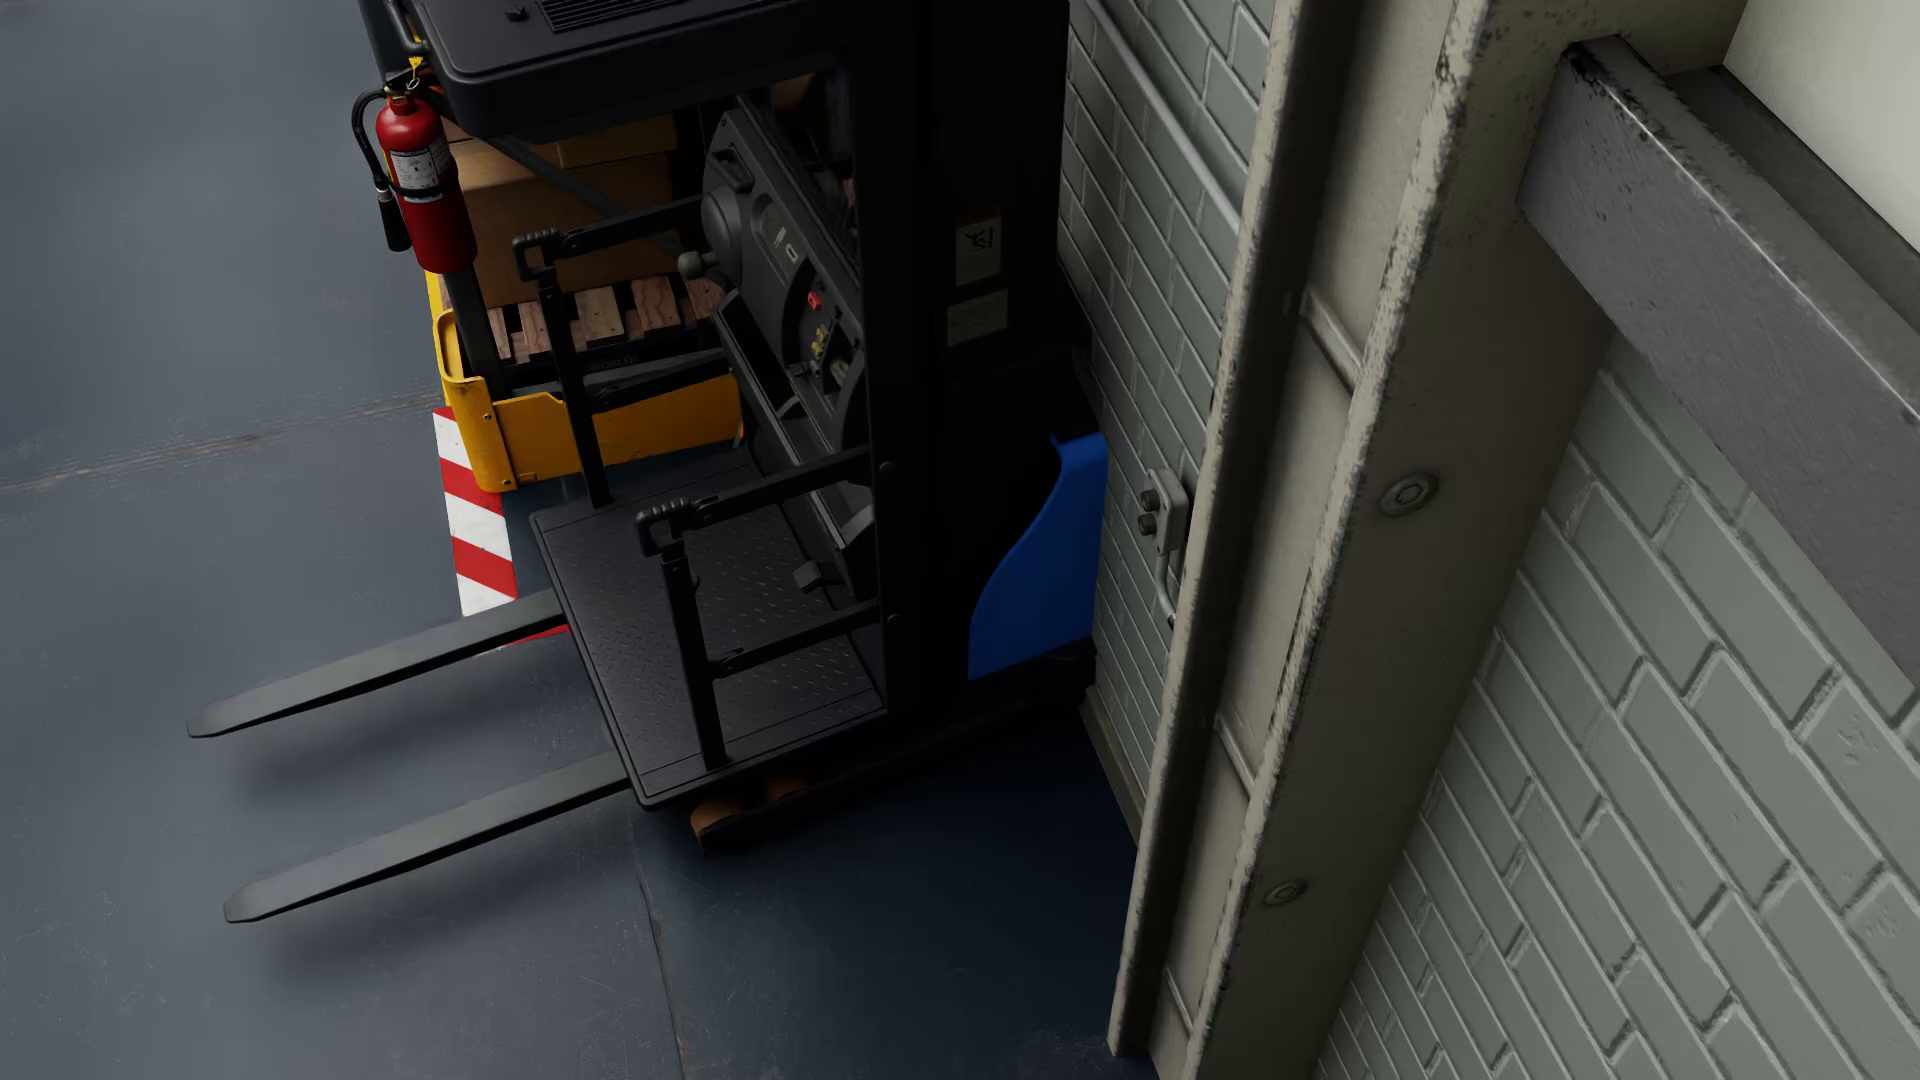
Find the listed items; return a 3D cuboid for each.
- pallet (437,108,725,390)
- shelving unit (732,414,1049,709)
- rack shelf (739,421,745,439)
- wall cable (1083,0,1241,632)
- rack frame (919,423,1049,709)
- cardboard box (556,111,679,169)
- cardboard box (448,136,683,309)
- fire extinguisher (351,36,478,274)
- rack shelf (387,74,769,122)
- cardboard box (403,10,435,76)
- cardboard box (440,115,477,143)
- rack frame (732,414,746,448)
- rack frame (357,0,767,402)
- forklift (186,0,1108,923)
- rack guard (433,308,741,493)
[{"bbox_3d":[-1.362,-1.048,5.995,1.003,0.211,1.213,-13,51,-11],"label":"pallet"},{"bbox_3d":[-0.095,-0.309,4.734,0.538,1.125,1.048,-14,52,-35],"label":"shelving unit"},{"bbox_3d":[-0.165,-0.135,4.891,0.538,0.278,1.000,-14,52,-35],"label":"rack shelf"},{"bbox_3d":[0.231,-0.986,3.455,0.084,1.984,1.851,-13,51,-11],"label":"wall cable"},{"bbox_3d":[0.178,0.034,4.476,0.500,1.125,0.032,-14,52,-35],"label":"rack frame"},{"bbox_3d":[-1.125,-1.362,5.372,0.380,0.149,0.250,-13,51,-11],"label":"cardboard box"},{"bbox_3d":[-1.353,-1.199,5.659,0.700,0.500,0.500,-13,51,-11],"label":"cardboard box"},{"bbox_3d":[-1.447,-1.021,4.443,0.296,0.674,0.183,-13,51,-11],"label":"fire extinguisher"},{"bbox_3d":[-1.642,-2.609,5.958,1.077,0.370,4.000,-13,51,-11],"label":"rack shelf"},{"bbox_3d":[-1.211,-1.847,4.649,0.980,0.700,0.700,-11,51,-9],"label":"cardboard box"},{"bbox_3d":[-1.565,-1.460,5.455,0.380,0.149,0.250,-14,51,-11],"label":"cardboard box"},{"bbox_3d":[-0.368,-0.651,4.992,0.500,1.125,0.032,-14,52,-35],"label":"rack frame"},{"bbox_3d":[-1.051,-1.380,4.452,1.000,3.000,0.127,-13,51,-11],"label":"rack frame"},{"bbox_3d":[-0.601,-0.566,3.810,3.031,2.935,1.130,-20,53,-16],"label":"forklift"},{"bbox_3d":[-1.044,-0.557,5.393,1.175,0.500,0.348,-13,51,-11],"label":"rack guard"}]
